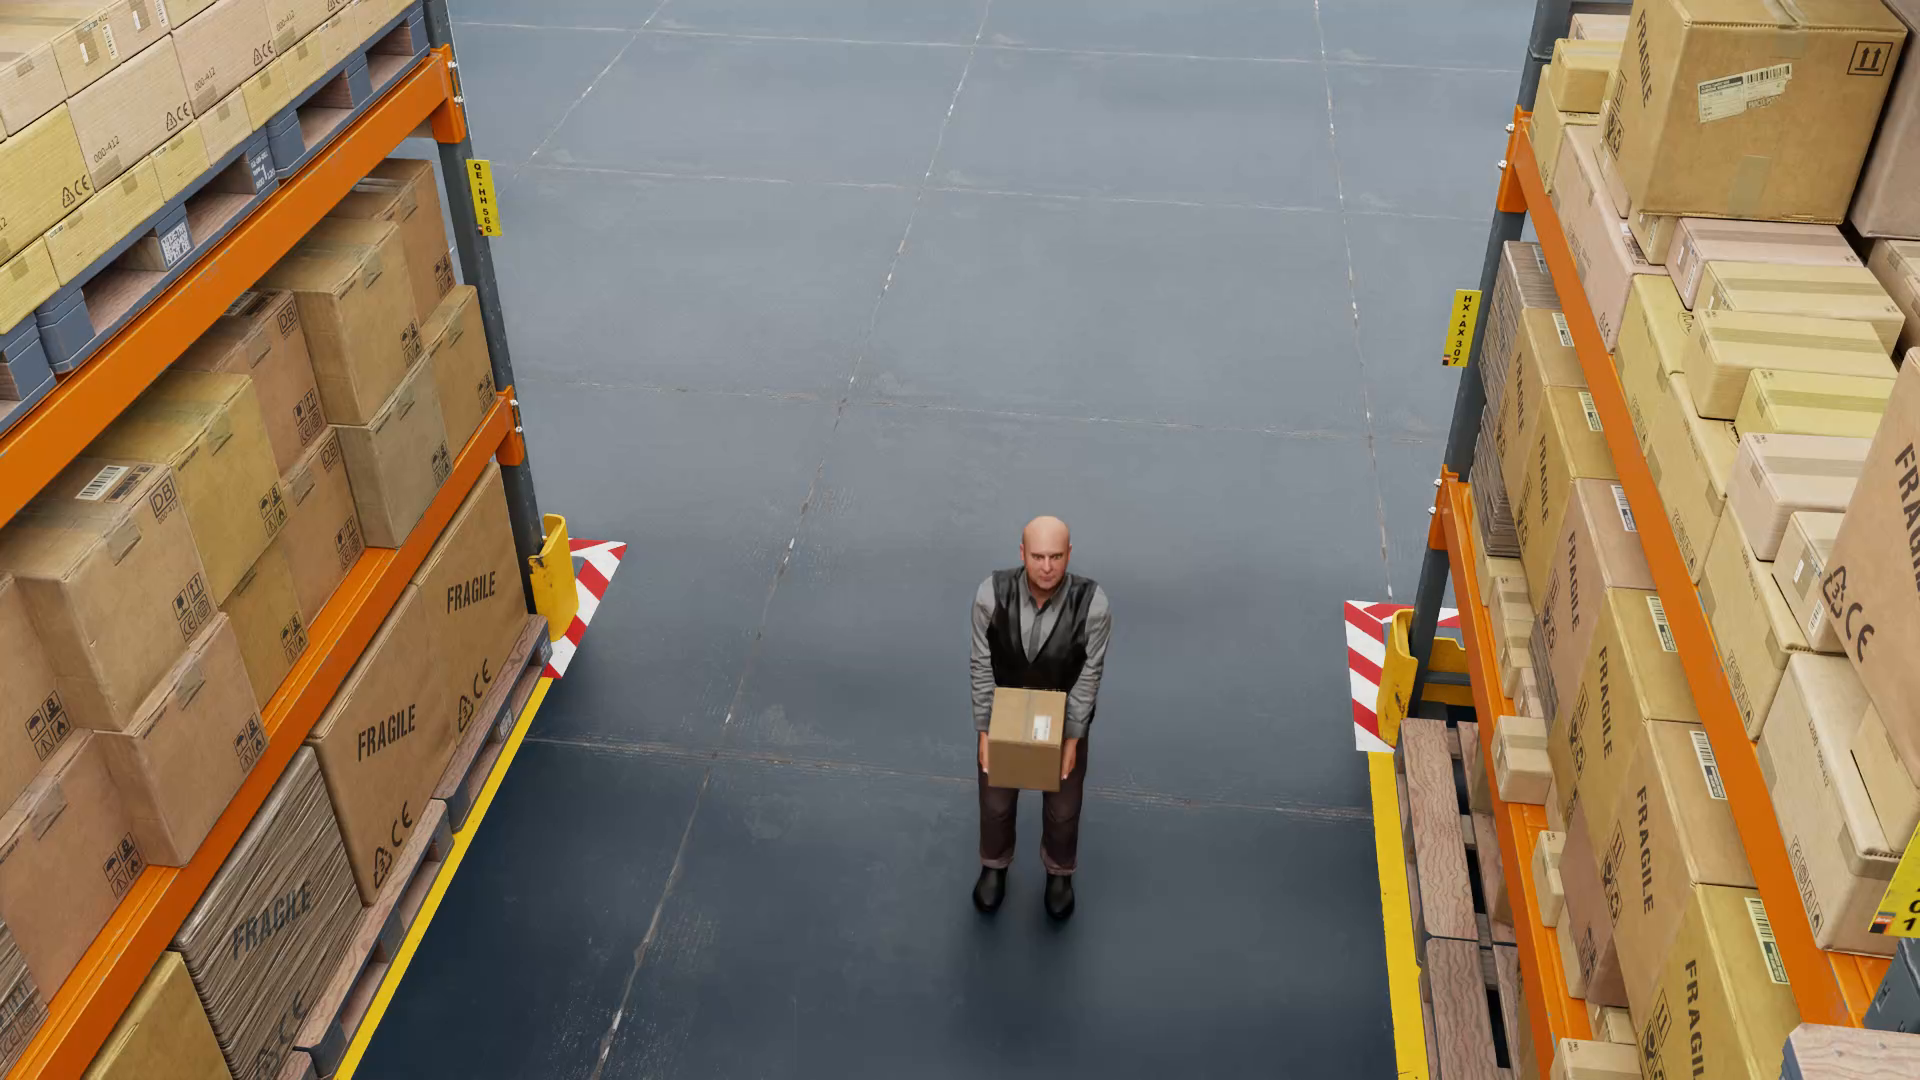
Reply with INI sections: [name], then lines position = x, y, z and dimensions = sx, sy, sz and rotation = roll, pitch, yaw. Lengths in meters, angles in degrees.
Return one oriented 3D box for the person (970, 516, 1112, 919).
[person]
position = 0.273, 0.719, 6.072
dimensions = 0.498, 1.716, 0.550
rotation = 4, 36, 6
